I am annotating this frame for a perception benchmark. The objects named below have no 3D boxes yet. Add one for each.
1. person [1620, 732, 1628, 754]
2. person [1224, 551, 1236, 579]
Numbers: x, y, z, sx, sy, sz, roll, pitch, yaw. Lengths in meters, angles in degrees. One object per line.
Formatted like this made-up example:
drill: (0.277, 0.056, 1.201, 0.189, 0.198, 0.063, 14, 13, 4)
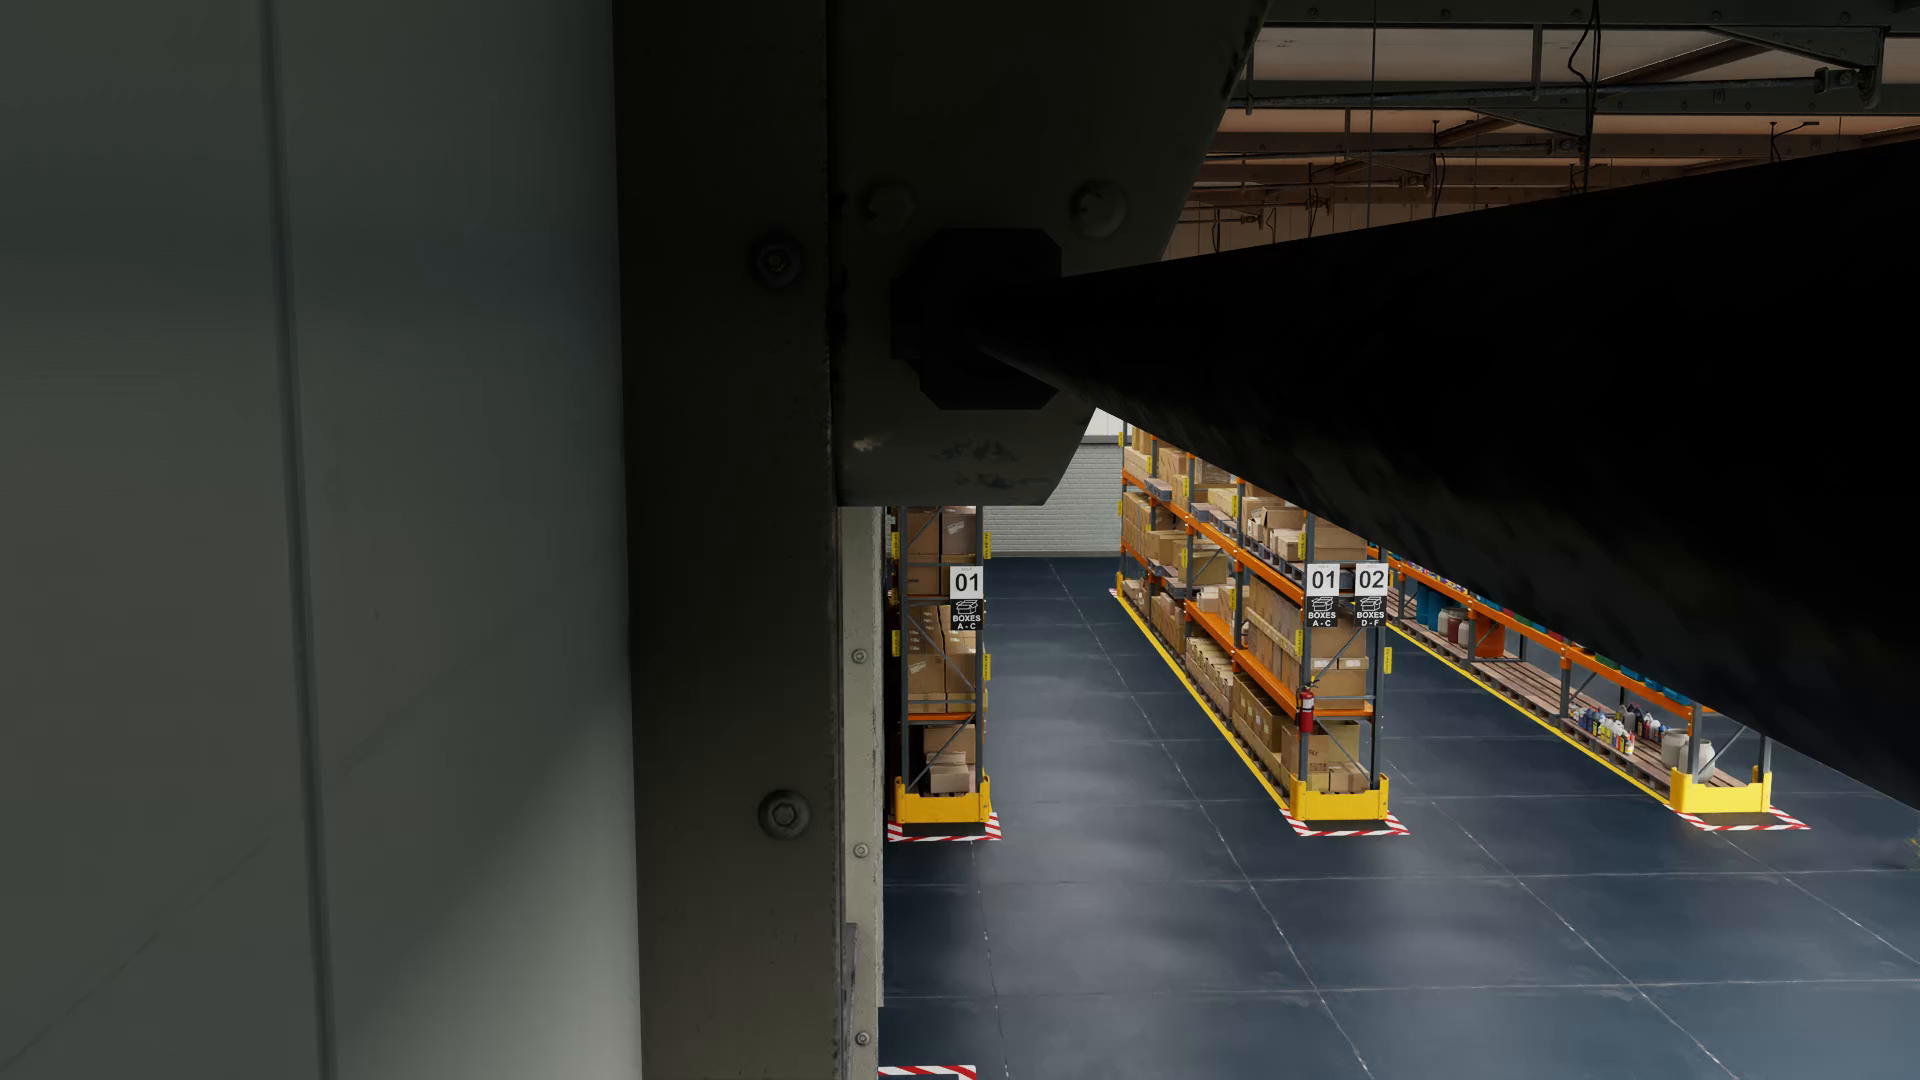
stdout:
person: (11.701, 2.544, 21.334, 2.552, 1.635, 5.567, -6, 10, -35)
person: (5.864, 0.374, 36.532, 0.587, 1.660, 0.599, -5, 10, -34)
